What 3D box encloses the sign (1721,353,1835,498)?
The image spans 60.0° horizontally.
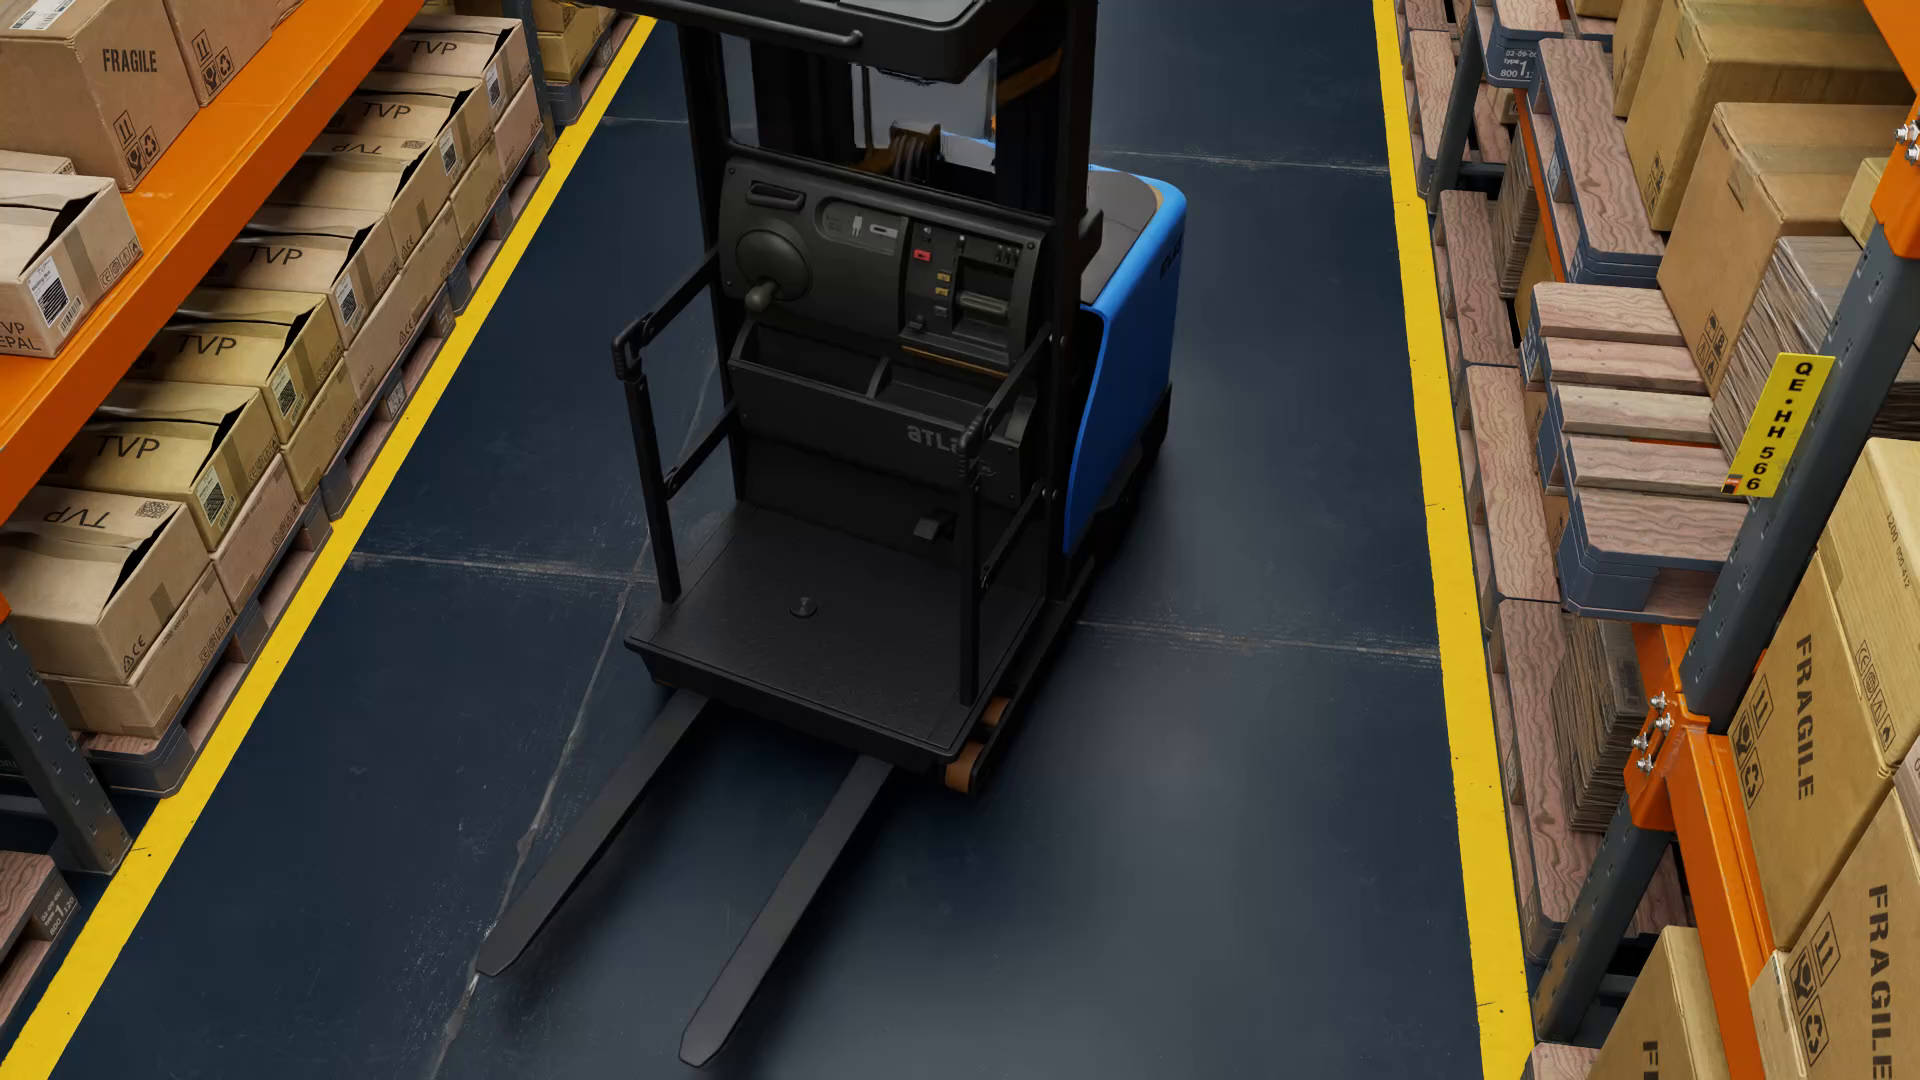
[{"bbox_3d":[1.474,-0.202,2.997,0.100,0.325,0.005,5,44,6],"label":"sign"}]

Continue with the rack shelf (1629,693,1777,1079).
[{"bbox_3d":[1.749,1.857,2.131,1.077,0.370,4.000,5,44,6],"label":"rack shelf"}]

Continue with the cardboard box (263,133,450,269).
[{"bbox_3d":[-2.269,-1.302,6.230,0.500,0.311,0.500,5,44,5],"label":"cardboard box"}]

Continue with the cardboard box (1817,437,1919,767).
[{"bbox_3d":[1.694,0.114,2.599,0.500,0.250,0.500,6,44,7],"label":"cardboard box"}]

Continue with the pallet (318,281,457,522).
[{"bbox_3d":[-2.586,-0.589,6.219,1.003,0.211,1.213,5,44,6],"label":"pallet"}]

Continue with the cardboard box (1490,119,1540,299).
[{"bbox_3d":[2.461,-1.243,6.379,0.700,0.500,0.500,7,44,7],"label":"cardboard box"}]

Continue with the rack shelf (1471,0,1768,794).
[{"bbox_3d":[2.278,-0.869,5.010,1.077,0.370,4.000,5,44,6],"label":"rack shelf"}]

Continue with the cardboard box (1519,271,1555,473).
[{"bbox_3d":[2.335,-0.542,5.639,0.700,0.500,0.500,6,44,6],"label":"cardboard box"}]

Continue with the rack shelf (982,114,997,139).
[{"bbox_3d":[0.230,-1.450,5.949,0.258,0.103,0.180,13,33,13],"label":"rack shelf"}]

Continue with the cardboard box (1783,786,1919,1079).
[{"bbox_3d":[1.617,0.745,2.478,0.500,0.500,0.500,7,44,7],"label":"cardboard box"}]

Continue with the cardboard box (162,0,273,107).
[{"bbox_3d":[-2.622,-1.755,5.349,0.500,0.500,0.500,5,44,6],"label":"cardboard box"}]

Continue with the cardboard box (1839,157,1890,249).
[{"bbox_3d":[2.057,-0.658,3.398,0.380,0.149,0.250,-1,43,-2],"label":"cardboard box"}]

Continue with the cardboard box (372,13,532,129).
[{"bbox_3d":[-2.138,-1.997,6.964,0.500,0.311,0.500,5,44,6],"label":"cardboard box"}]

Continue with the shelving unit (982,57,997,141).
[{"bbox_3d":[0.210,-1.184,6.117,0.258,1.200,0.189,13,33,13],"label":"shelving unit"}]

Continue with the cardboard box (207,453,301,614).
[{"bbox_3d":[-2.472,-0.042,5.307,0.500,0.250,0.500,4,44,4],"label":"cardboard box"}]

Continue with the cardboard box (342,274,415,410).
[{"bbox_3d":[-2.341,-0.746,6.051,0.500,0.250,0.500,6,44,6],"label":"cardboard box"}]

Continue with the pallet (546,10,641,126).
[{"bbox_3d":[-2.222,-2.467,8.202,1.003,0.211,1.213,5,44,6],"label":"pallet"}]

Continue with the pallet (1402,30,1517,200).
[{"bbox_3d":[2.596,-1.942,7.647,1.003,0.211,1.213,5,44,6],"label":"pallet"}]

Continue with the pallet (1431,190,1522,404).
[{"bbox_3d":[2.441,-0.950,6.600,1.003,0.211,1.213,5,44,6],"label":"pallet"}]

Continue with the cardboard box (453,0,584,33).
[{"bbox_3d":[-1.997,-2.655,7.522,0.500,0.500,0.500,5,44,6],"label":"cardboard box"}]

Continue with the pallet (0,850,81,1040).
[{"bbox_3d":[-3.034,1.303,4.221,1.003,0.211,1.213,5,44,6],"label":"pallet"}]

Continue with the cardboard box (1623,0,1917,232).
[{"bbox_3d":[2.208,-1.136,4.375,0.700,0.500,0.500,5,44,6],"label":"cardboard box"}]

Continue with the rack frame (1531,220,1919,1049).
[{"bbox_3d":[2.013,0.232,3.323,1.000,3.000,0.127,5,44,6],"label":"rack frame"}]

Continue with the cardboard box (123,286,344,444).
[{"bbox_3d":[-2.406,-0.609,5.498,0.500,0.311,0.500,4,44,4],"label":"cardboard box"}]

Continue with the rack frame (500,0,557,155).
[{"bbox_3d":[-2.369,-2.941,6.675,1.000,3.000,0.127,5,44,6],"label":"rack frame"}]

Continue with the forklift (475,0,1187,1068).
[{"bbox_3d":[-0.315,-0.655,4.310,1.130,2.935,3.031,17,46,17],"label":"forklift"}]

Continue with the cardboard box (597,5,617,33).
[{"bbox_3d":[-1.936,-2.724,8.140,0.500,0.250,0.500,5,44,6],"label":"cardboard box"}]

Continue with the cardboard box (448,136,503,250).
[{"bbox_3d":[-2.205,-1.442,6.786,0.500,0.250,0.500,5,44,5],"label":"cardboard box"}]

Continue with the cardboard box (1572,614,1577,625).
[{"bbox_3d":[2.240,0.144,4.914,0.700,0.500,0.500,5,44,5],"label":"cardboard box"}]

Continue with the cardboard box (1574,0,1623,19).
[{"bbox_3d":[2.360,-1.966,5.252,0.700,0.500,0.500,9,44,10],"label":"cardboard box"}]

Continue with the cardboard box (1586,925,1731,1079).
[{"bbox_3d":[1.786,1.350,3.401,0.750,0.750,0.750,5,44,5],"label":"cardboard box"}]

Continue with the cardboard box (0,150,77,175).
[{"bbox_3d":[-2.785,-0.998,4.805,0.380,0.149,0.250,8,44,9],"label":"cardboard box"}]

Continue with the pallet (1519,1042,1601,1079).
[{"bbox_3d":[1.834,1.775,3.721,1.003,0.211,1.213,5,44,6],"label":"pallet"}]

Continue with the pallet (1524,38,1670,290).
[{"bbox_3d":[2.234,-1.051,4.817,1.003,0.211,1.213,5,44,6],"label":"pallet"}]

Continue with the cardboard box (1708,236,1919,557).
[{"bbox_3d":[2.065,-0.285,3.476,0.700,0.500,0.500,1,43,1],"label":"cardboard box"}]

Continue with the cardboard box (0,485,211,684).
[{"bbox_3d":[-2.537,0.097,4.753,0.500,0.311,0.500,7,44,7],"label":"cardboard box"}]

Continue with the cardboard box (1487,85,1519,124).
[{"bbox_3d":[2.583,-1.992,7.413,0.380,0.166,0.250,0,43,0],"label":"cardboard box"}]
